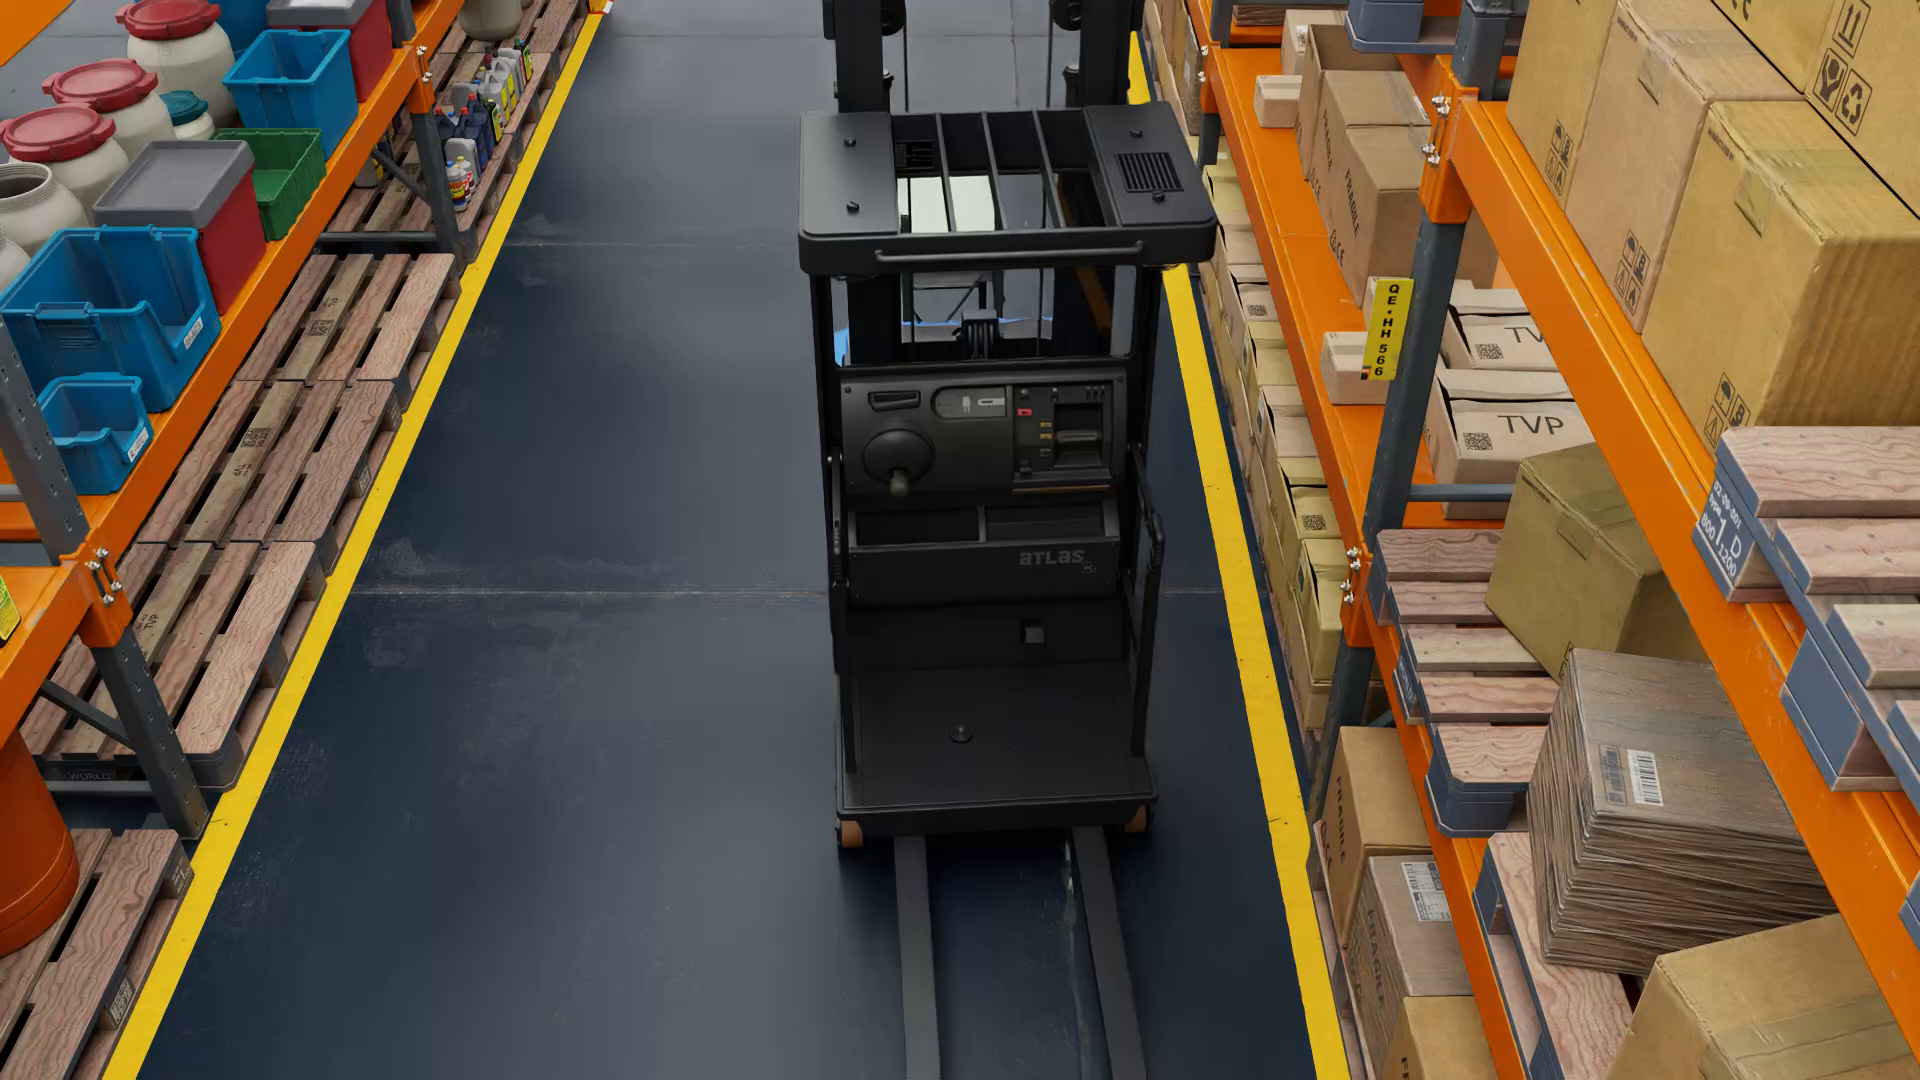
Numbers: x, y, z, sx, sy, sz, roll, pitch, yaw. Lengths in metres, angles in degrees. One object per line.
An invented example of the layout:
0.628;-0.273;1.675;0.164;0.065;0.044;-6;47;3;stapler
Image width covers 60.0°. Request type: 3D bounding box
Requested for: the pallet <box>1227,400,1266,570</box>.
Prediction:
1.788;-0.324;7.485;1.003;0.211;1.213;0;39;0;pallet

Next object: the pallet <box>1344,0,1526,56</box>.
1.659;-1.657;4.672;1.213;0.211;1.003;2;39;2;pallet

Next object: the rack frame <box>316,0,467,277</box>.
-3.209;-2.636;8.141;1.000;3.000;0.127;0;39;0;rack frame

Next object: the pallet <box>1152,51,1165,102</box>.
1.781;-2.812;10.590;1.003;0.211;1.213;0;39;0;pallet

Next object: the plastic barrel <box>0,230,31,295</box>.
-3.419;-0.822;5.787;0.421;0.512;0.421;0;39;0;plastic barrel

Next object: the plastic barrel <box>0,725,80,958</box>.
-3.187;0.854;5.185;0.600;0.830;0.708;0;39;0;plastic barrel

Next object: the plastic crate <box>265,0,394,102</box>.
-2.903;-2.359;7.744;0.402;0.464;0.583;0;39;0;plastic crate

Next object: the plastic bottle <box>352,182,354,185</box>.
-3.498;-2.177;9.334;0.144;0.351;0.185;-1;39;-1;plastic bottle

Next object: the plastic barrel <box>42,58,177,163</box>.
-3.426;-1.632;6.779;0.433;0.535;0.433;0;39;0;plastic barrel

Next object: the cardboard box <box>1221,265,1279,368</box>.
1.493;-1.052;7.579;0.500;0.311;0.500;-1;39;-2;cardboard box

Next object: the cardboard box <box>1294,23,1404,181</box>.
1.729;-1.867;7.101;0.500;0.500;0.500;3;39;3;cardboard box

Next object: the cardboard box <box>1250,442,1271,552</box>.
1.503;-0.193;6.955;0.500;0.250;0.500;1;39;1;cardboard box

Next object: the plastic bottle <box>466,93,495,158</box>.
-2.795;-2.398;9.610;0.144;0.351;0.185;-2;39;-2;plastic bottle

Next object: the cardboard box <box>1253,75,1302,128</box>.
1.541;-1.985;7.530;0.380;0.149;0.250;0;39;0;cardboard box

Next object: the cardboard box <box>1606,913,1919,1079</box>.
1.690;1.057;3.116;0.700;0.500;0.500;-9;40;-11;cardboard box

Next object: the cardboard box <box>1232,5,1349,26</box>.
1.737;-2.954;8.458;0.700;0.500;0.500;-1;39;-1;cardboard box

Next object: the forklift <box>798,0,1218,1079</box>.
0.098;-0.272;5.246;1.130;2.935;3.031;-3;39;-3;forklift

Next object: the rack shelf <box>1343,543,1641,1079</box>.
1.751;1.395;3.686;1.077;0.370;4.000;0;39;0;rack shelf

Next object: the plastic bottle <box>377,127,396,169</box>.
-3.350;-2.284;9.527;0.152;0.276;0.135;0;39;0;plastic bottle

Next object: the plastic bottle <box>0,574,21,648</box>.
-2.777;0.163;4.741;0.061;0.283;0.133;0;39;0;plastic bottle

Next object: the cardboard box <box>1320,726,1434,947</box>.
1.464;0.952;5.310;0.500;0.500;0.500;2;39;2;cardboard box

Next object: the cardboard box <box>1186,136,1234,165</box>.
1.525;-2.018;9.233;0.500;0.250;0.500;0;39;0;cardboard box

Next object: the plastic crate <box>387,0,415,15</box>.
-3.082;-2.940;8.569;0.767;0.338;0.504;0;39;0;plastic crate

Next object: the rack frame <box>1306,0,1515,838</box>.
1.749;-0.136;5.021;1.000;3.000;0.127;0;39;0;rack frame

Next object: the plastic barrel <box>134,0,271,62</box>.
-3.512;-2.590;7.683;0.600;0.901;0.708;0;39;0;plastic barrel

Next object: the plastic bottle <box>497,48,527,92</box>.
-2.800;-2.941;10.347;0.152;0.276;0.135;0;39;0;plastic bottle

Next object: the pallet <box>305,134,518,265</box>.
-3.168;-1.968;9.537;1.003;0.211;1.213;0;39;0;pallet

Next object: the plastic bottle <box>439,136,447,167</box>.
-2.905;-2.149;9.354;0.061;0.283;0.133;0;39;0;plastic bottle

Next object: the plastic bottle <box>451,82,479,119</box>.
-2.944;-2.618;9.945;0.152;0.276;0.135;0;39;0;plastic bottle

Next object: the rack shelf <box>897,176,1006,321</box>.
-0.057;-1.210;6.937;0.431;0.370;0.720;-3;39;-3;rack shelf

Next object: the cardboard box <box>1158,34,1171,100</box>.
1.518;-2.956;10.403;0.500;0.250;0.500;0;39;0;cardboard box

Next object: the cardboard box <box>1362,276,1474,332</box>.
1.691;-0.836;6.095;0.380;0.149;0.250;3;39;3;cardboard box

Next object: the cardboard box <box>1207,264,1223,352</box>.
1.496;-1.156;8.157;0.500;0.250;0.500;1;39;1;cardboard box

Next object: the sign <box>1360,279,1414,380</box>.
1.194;-0.586;4.656;0.100;0.325;0.005;0;39;0;sign

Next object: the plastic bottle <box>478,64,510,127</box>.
-2.796;-2.663;9.941;0.144;0.351;0.185;0;39;0;plastic bottle

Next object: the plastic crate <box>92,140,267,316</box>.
-2.900;-1.171;6.261;0.402;0.464;0.583;0;39;0;plastic crate

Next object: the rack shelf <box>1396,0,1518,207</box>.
1.747;-2.277;5.869;1.077;0.370;4.000;0;39;0;rack shelf

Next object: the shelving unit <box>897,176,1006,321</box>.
-0.057;-0.906;7.181;0.431;1.500;0.755;-3;39;-3;shelving unit

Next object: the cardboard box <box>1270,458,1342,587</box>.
1.495;-0.098;6.389;0.500;0.311;0.500;-1;39;-1;cardboard box

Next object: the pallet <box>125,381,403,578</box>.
-3.165;-0.292;7.446;1.003;0.211;1.213;0;39;0;pallet

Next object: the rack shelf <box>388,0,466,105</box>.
-3.211;-3.606;9.927;1.077;0.370;4.000;0;39;0;rack shelf

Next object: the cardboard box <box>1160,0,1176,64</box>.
1.517;-3.249;10.169;0.500;0.500;0.500;0;39;0;cardboard box

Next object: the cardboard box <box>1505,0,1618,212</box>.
1.783;-1.073;3.712;0.910;0.500;0.500;0;39;0;cardboard box

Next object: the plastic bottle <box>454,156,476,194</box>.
-2.771;-2.043;9.286;0.097;0.201;0.097;0;39;0;plastic bottle
